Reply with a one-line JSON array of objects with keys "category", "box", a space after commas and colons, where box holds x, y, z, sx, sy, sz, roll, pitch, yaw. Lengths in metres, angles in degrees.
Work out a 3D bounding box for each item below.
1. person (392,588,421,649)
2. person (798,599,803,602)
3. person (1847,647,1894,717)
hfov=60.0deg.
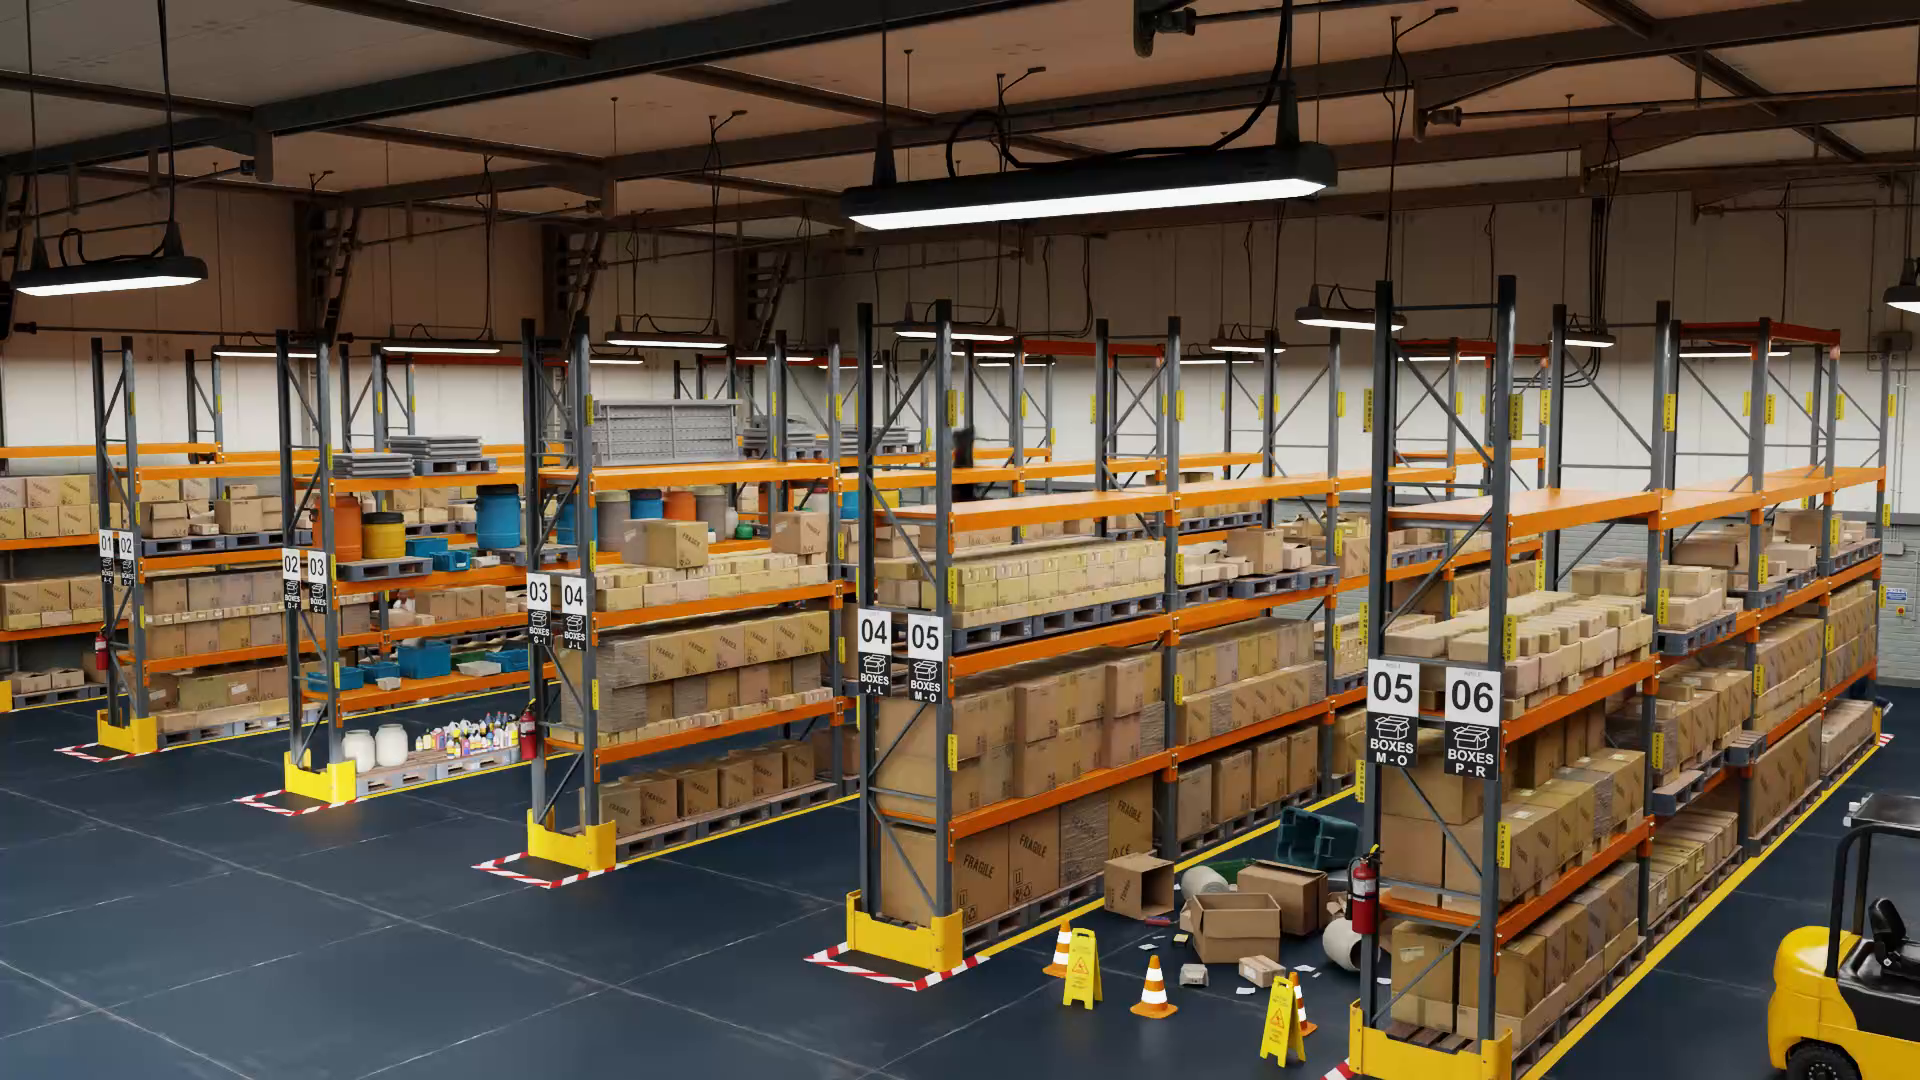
[{"category": "person", "box": [-9.865, 1.692, 29.977, 0.695, 1.743, 0.954, 3, 6, 27]}, {"category": "person", "box": [-2.987, 1.452, 33.989, 0.676, 1.504, 0.842, 2, 6, 26]}, {"category": "person", "box": [14.276, 2.118, 26.142, 0.756, 1.589, 0.544, 3, 6, 35]}]
